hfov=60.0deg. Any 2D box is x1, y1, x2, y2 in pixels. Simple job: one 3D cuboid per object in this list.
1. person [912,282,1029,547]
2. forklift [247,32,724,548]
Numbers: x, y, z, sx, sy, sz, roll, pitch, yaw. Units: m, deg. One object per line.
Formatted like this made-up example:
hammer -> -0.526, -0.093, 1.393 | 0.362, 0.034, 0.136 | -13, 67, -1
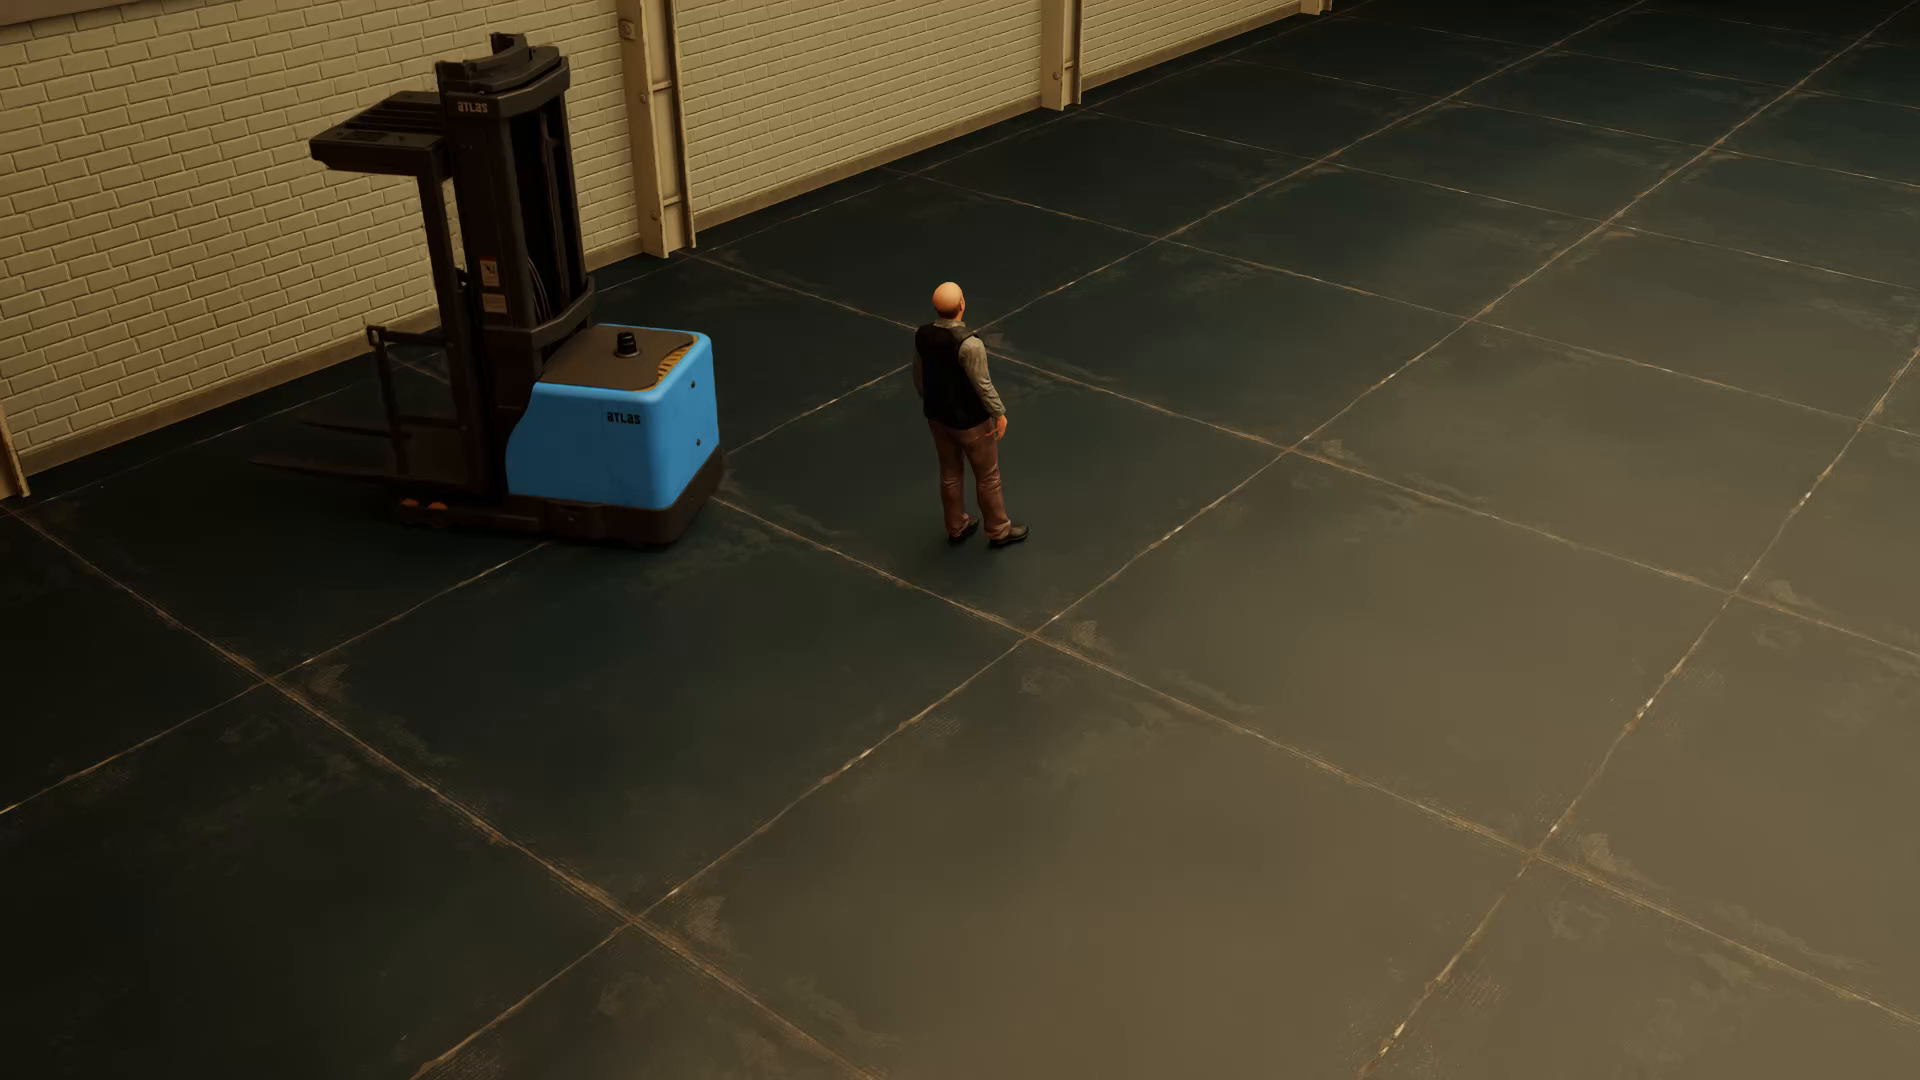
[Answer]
person -> 0.045, -0.772, 10.101 | 0.633, 1.722, 0.566 | 22, 37, 33
forklift -> -3.148, -1.591, 10.318 | 3.031, 2.935, 1.130 | 6, 31, 11
